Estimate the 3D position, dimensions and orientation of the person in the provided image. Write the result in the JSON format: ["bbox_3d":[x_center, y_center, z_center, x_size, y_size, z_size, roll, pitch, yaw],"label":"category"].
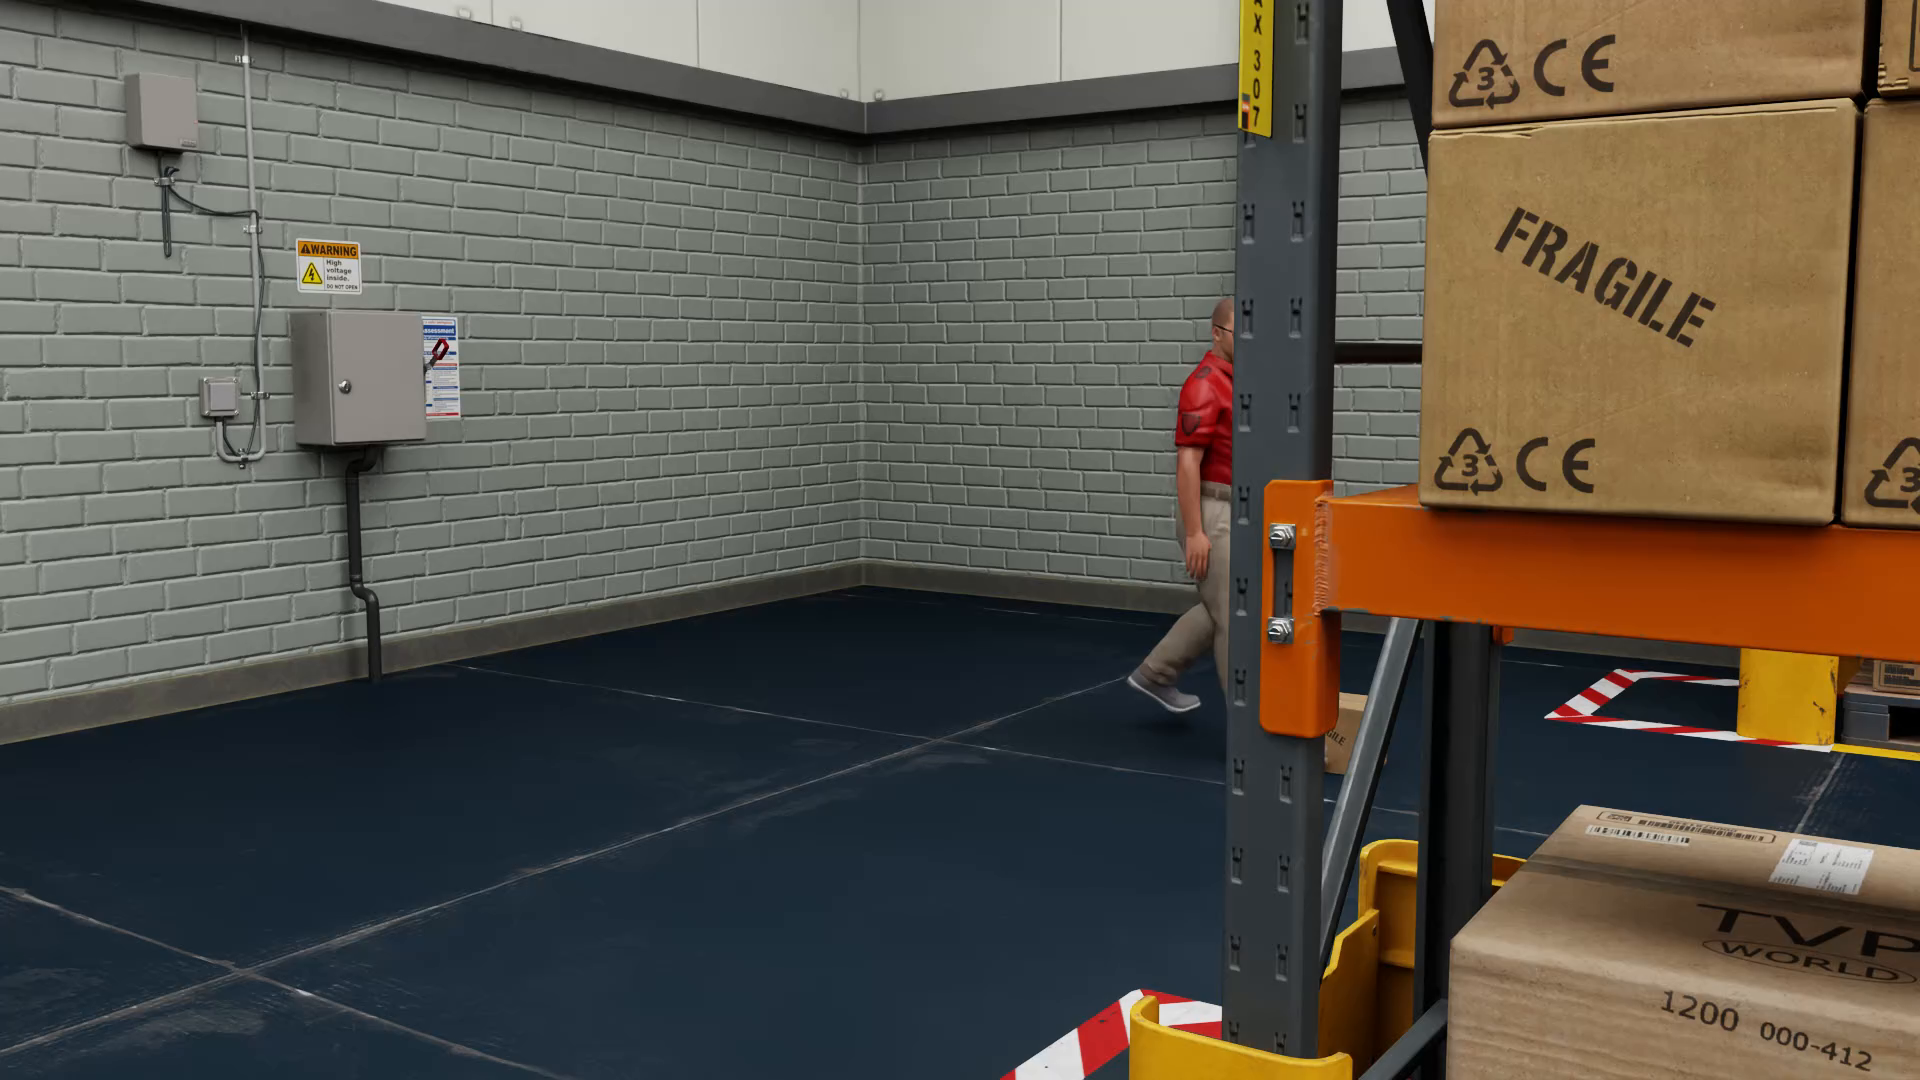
[{"bbox_3d":[1.025,-0.063,6.350,0.862,1.705,0.640,3,7,28],"label":"person"}]
